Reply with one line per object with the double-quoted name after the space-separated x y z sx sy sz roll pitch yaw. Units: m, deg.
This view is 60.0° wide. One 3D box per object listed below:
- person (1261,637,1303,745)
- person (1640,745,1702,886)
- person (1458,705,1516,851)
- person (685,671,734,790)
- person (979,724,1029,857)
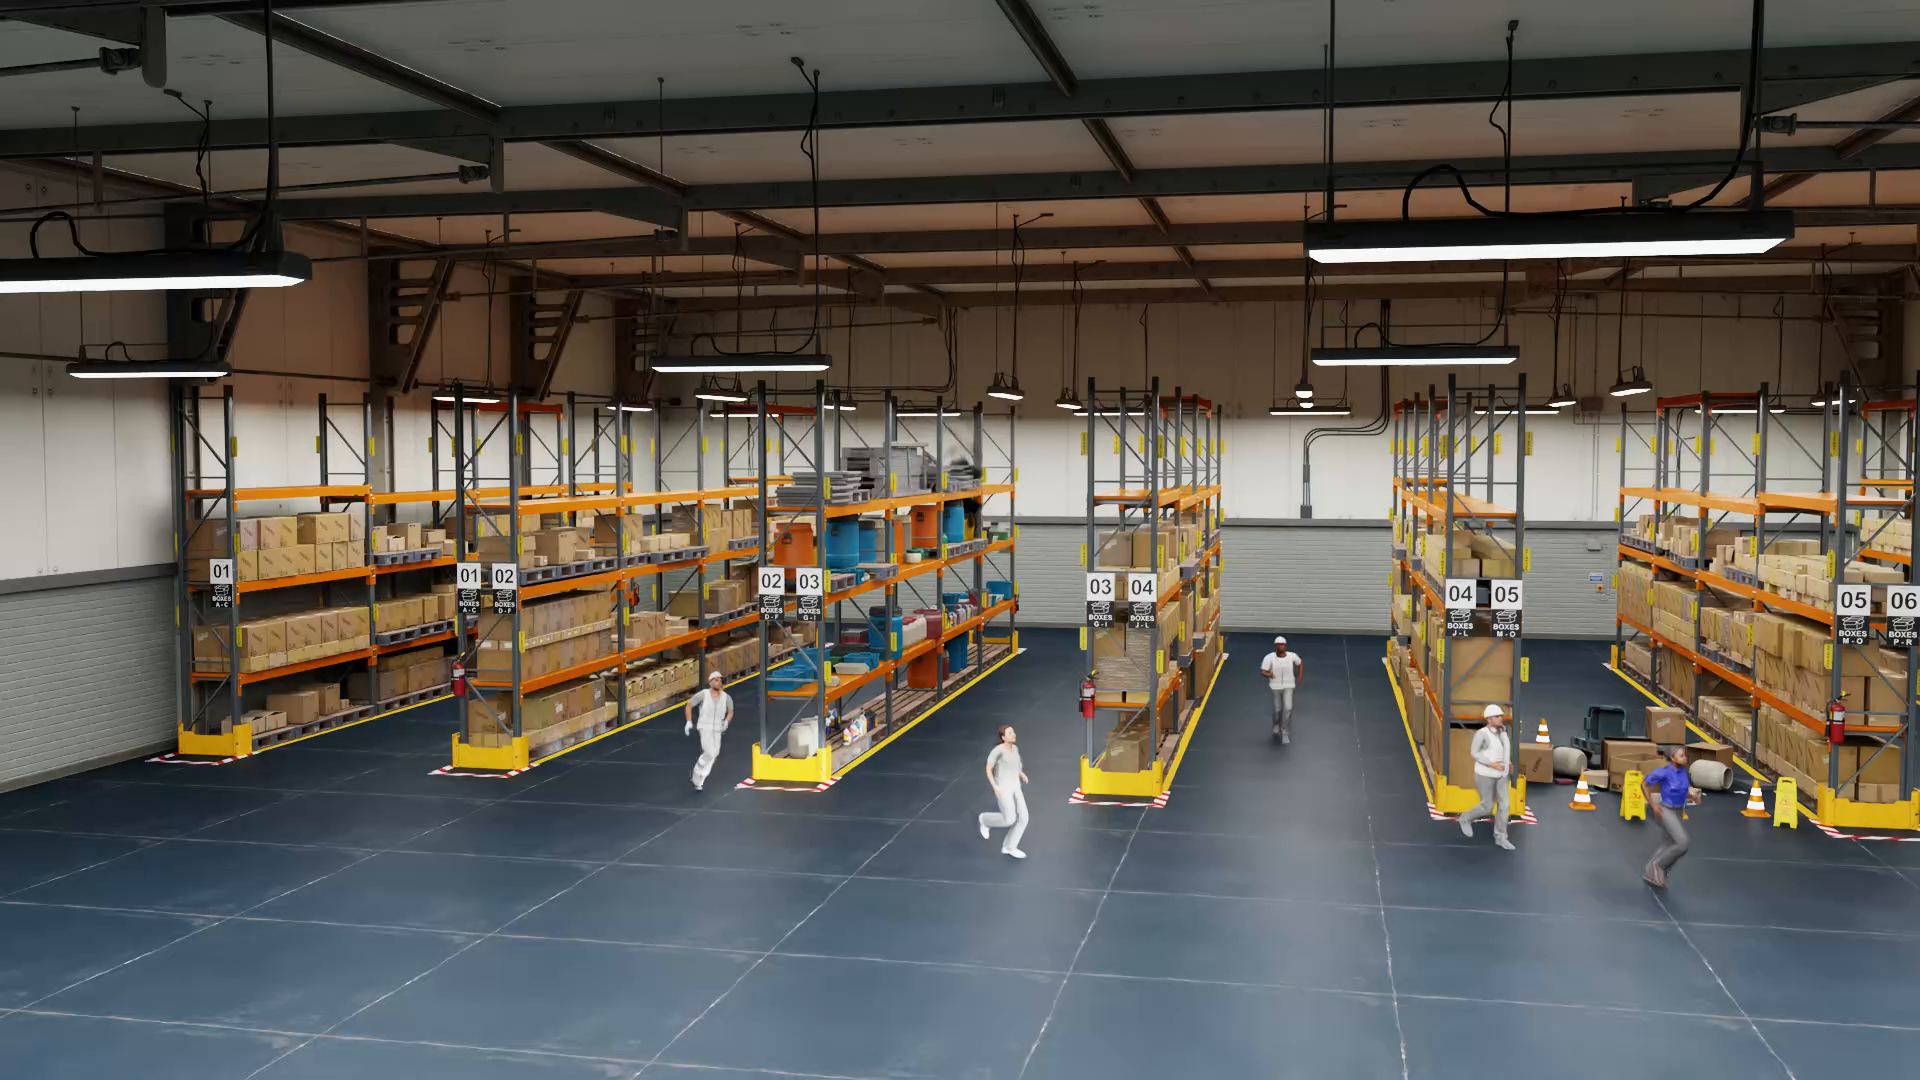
5.496 2.543 28.374 0.704 1.793 0.890 1 3 10 "person"
8.069 3.154 18.838 0.572 1.557 0.641 -2 4 -35 "person"
6.673 2.953 20.924 0.684 1.783 0.810 -2 4 -30 "person"
-3.605 2.782 24.192 0.708 1.714 0.597 -2 4 -29 "person"
0.553 3.057 20.427 0.565 1.600 0.620 -3 4 -45 "person"
